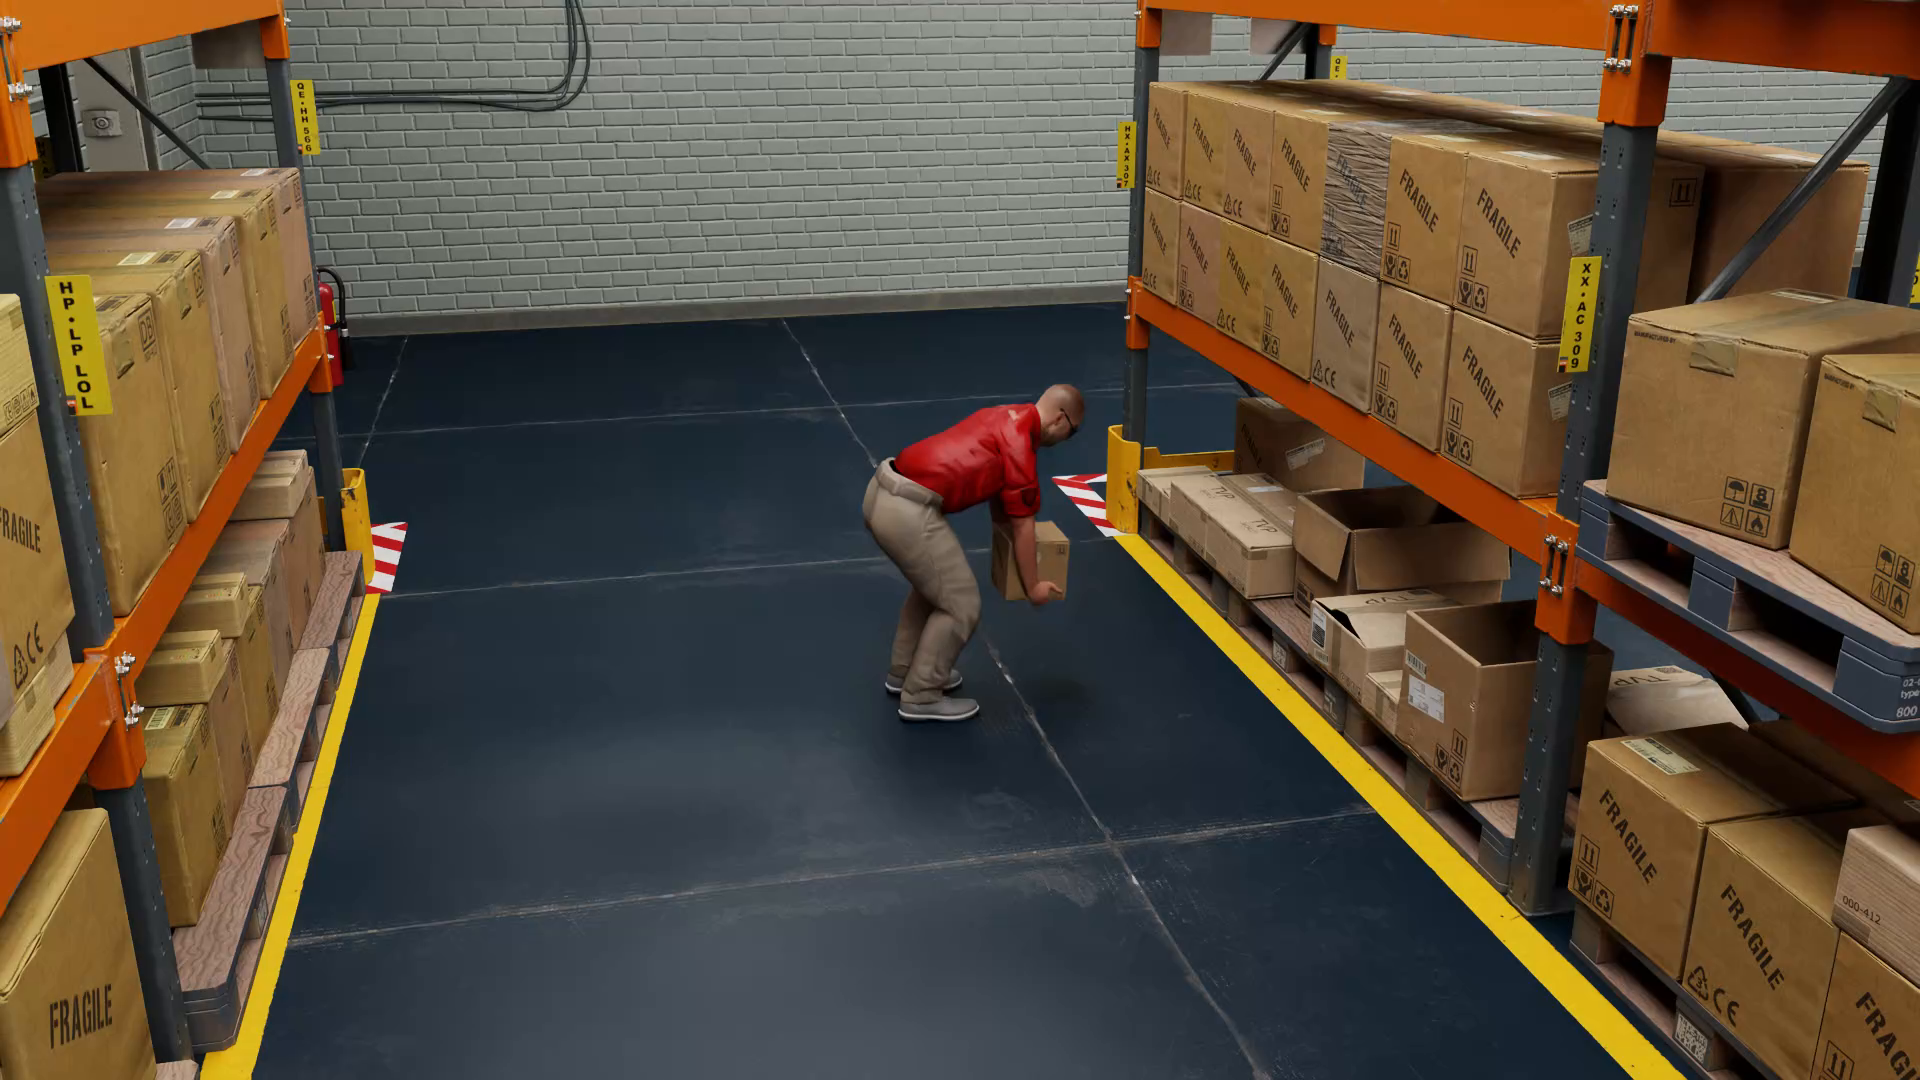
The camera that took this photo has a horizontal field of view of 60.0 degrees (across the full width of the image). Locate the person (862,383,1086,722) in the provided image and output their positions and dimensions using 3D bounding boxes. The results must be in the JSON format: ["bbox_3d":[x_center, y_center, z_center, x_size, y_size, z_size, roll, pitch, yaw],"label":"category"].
[{"bbox_3d":[0.067,0.037,6.638,0.898,1.301,0.494,-5,20,-14],"label":"person"}]
